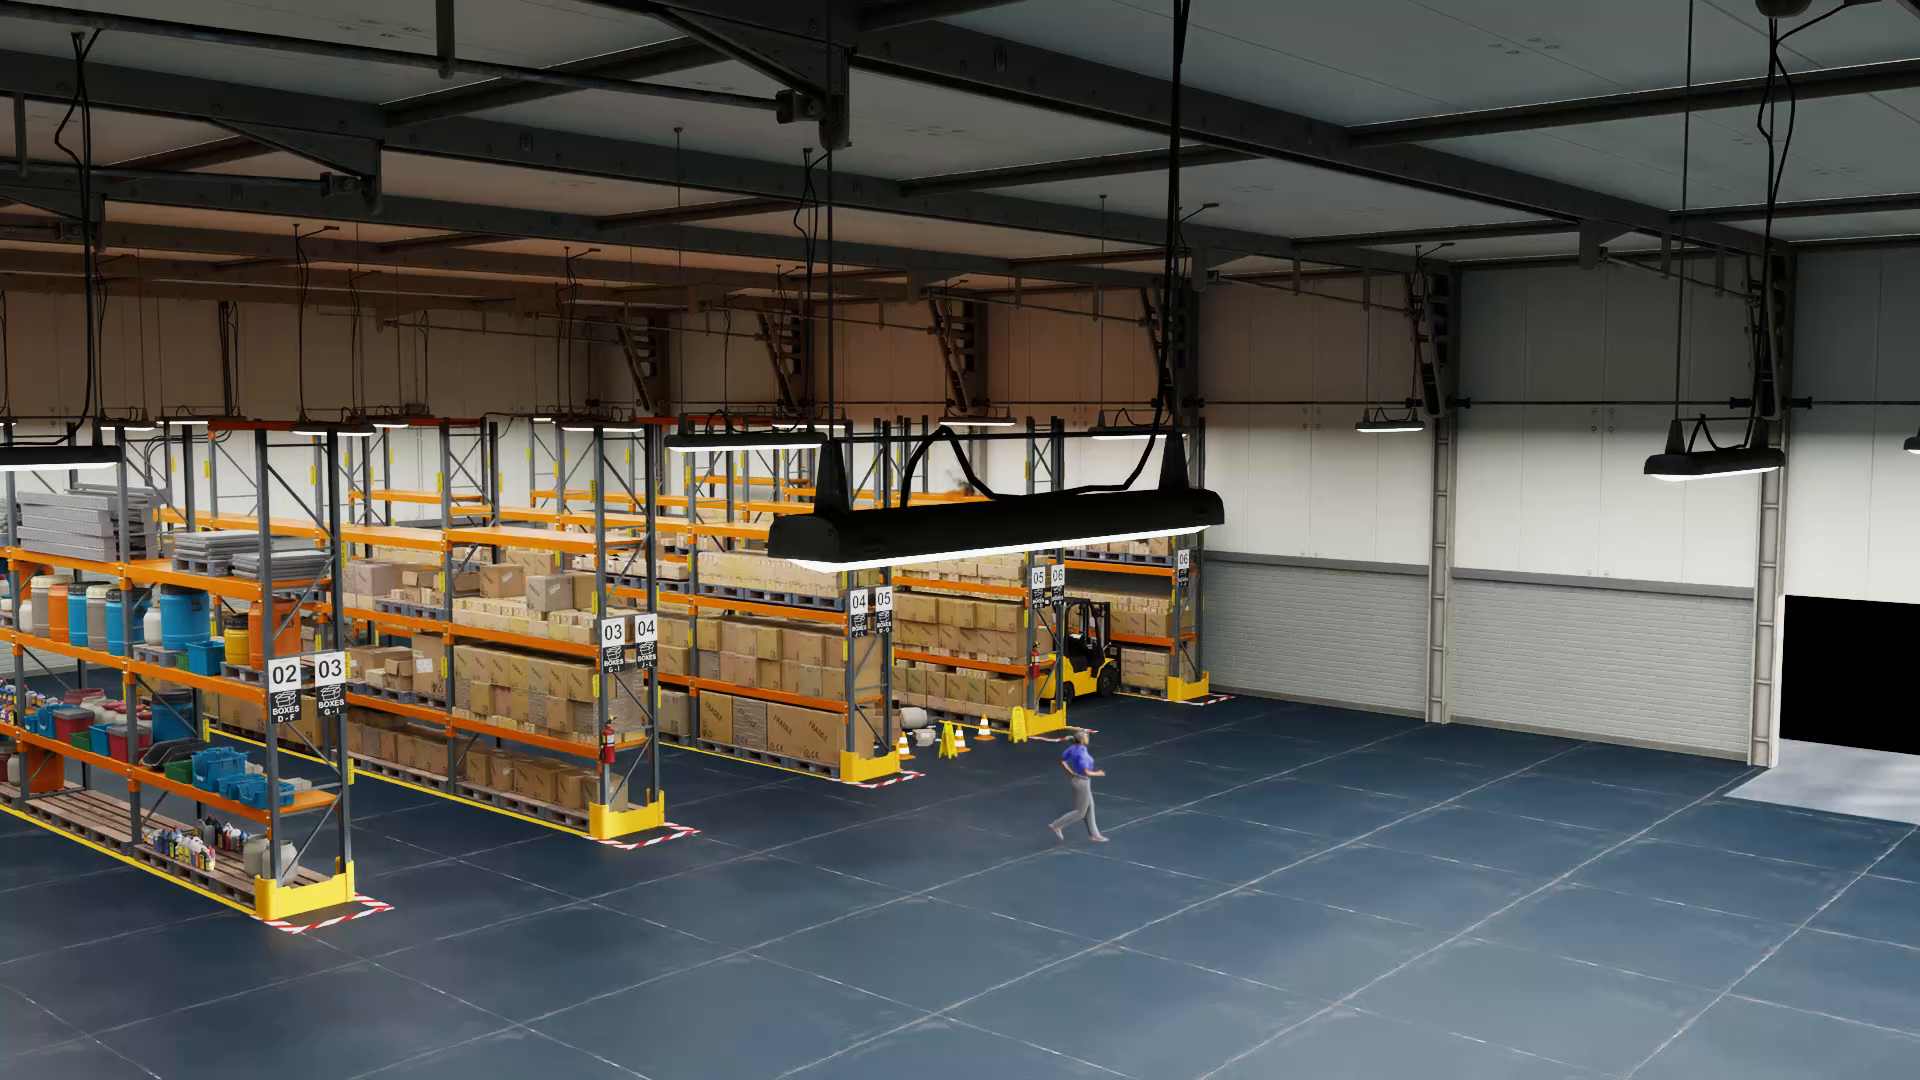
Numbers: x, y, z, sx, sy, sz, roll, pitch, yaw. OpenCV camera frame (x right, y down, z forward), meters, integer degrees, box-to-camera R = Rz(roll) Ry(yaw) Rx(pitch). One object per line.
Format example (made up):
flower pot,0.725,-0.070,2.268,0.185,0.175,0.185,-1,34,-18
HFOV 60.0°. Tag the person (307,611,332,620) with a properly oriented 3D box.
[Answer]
person,-14.922,2.288,38.466,0.711,1.676,0.887,1,5,17

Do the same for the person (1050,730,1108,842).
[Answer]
person,1.700,3.530,23.734,0.914,1.656,0.584,-1,5,-15
